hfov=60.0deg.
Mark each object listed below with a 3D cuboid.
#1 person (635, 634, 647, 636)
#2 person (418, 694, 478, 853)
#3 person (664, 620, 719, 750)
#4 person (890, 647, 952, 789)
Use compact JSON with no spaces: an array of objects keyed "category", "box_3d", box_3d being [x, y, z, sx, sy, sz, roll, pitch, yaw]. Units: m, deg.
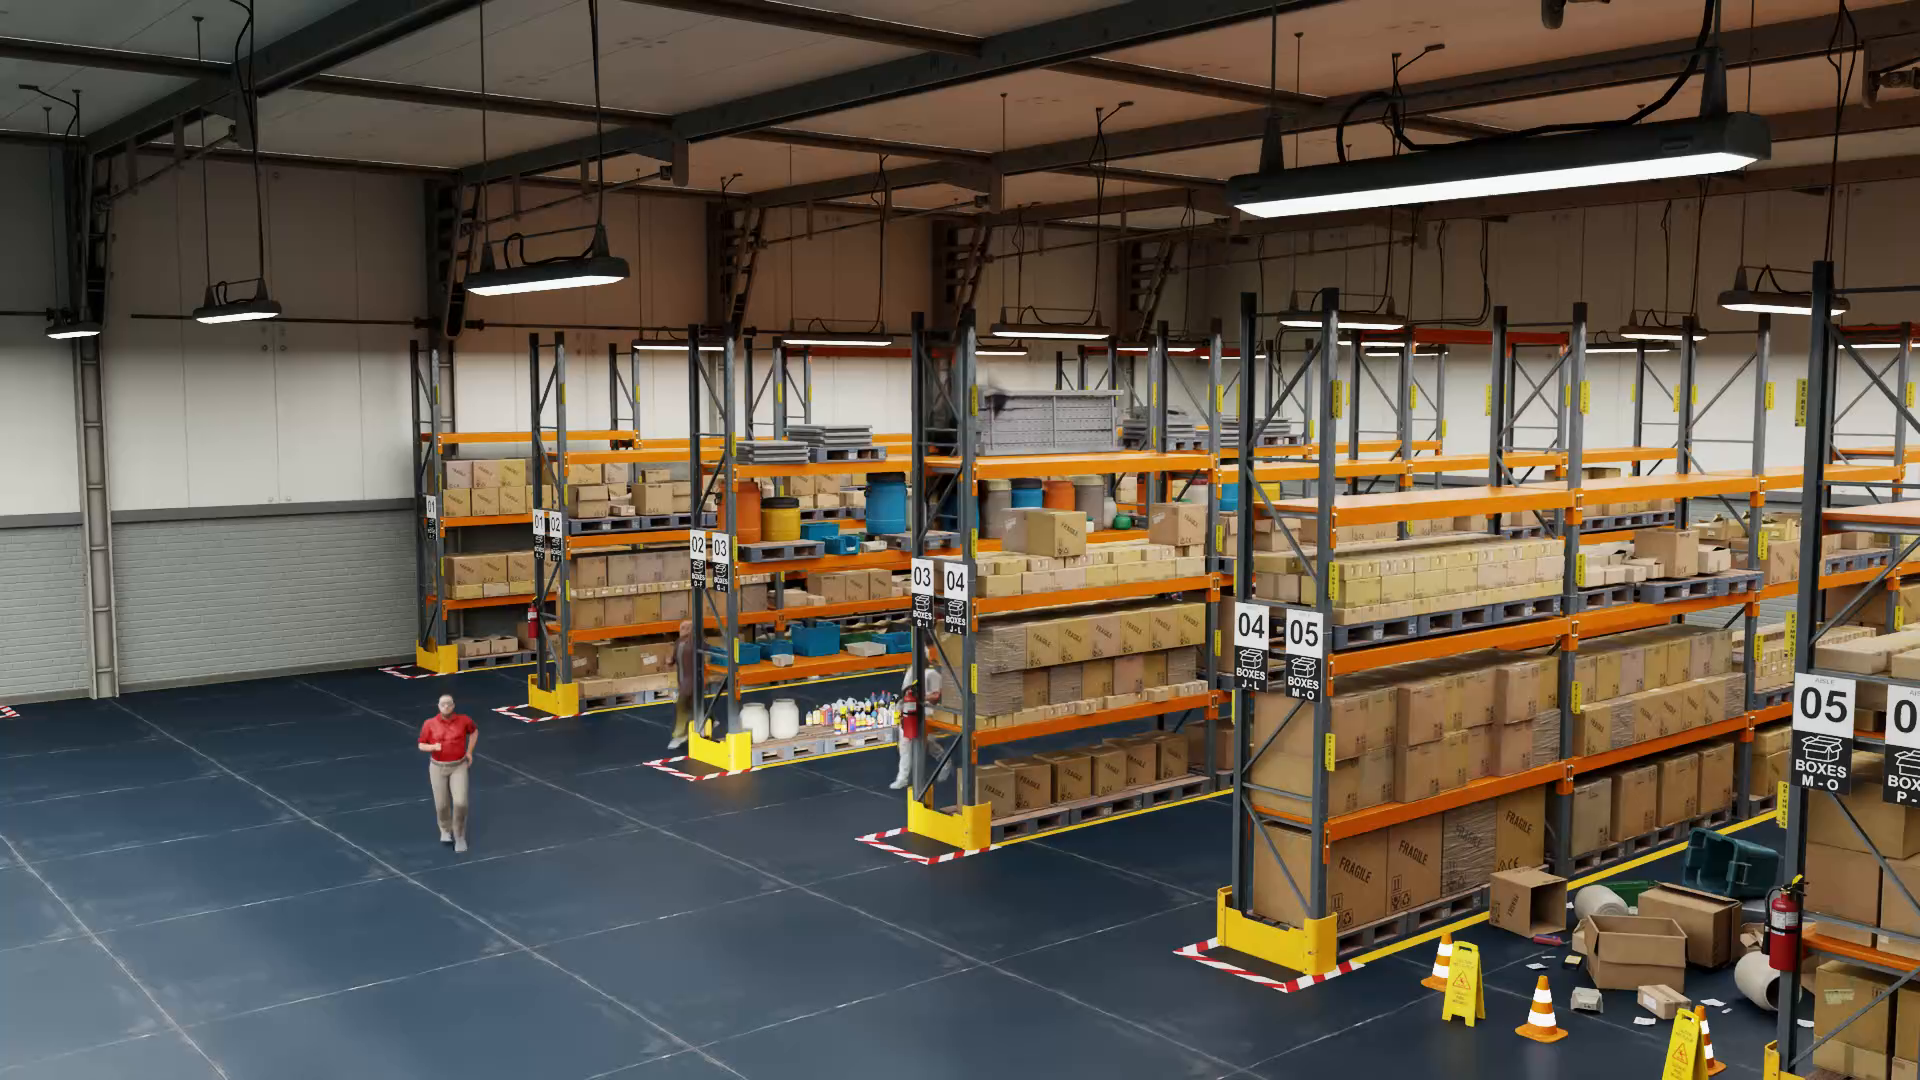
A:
[{"category":"person","box_3d":[-5.601,1.654,29.303,0.569,1.620,0.622,5,7,43]},{"category":"person","box_3d":[-5.693,2.606,18.535,0.640,1.781,0.727,-2,6,-16]},{"category":"person","box_3d":[-3.897,2.056,24.045,0.988,1.813,0.730,-5,7,-43]},{"category":"person","box_3d":[-0.508,2.207,20.856,0.693,1.768,0.986,5,7,41]}]
